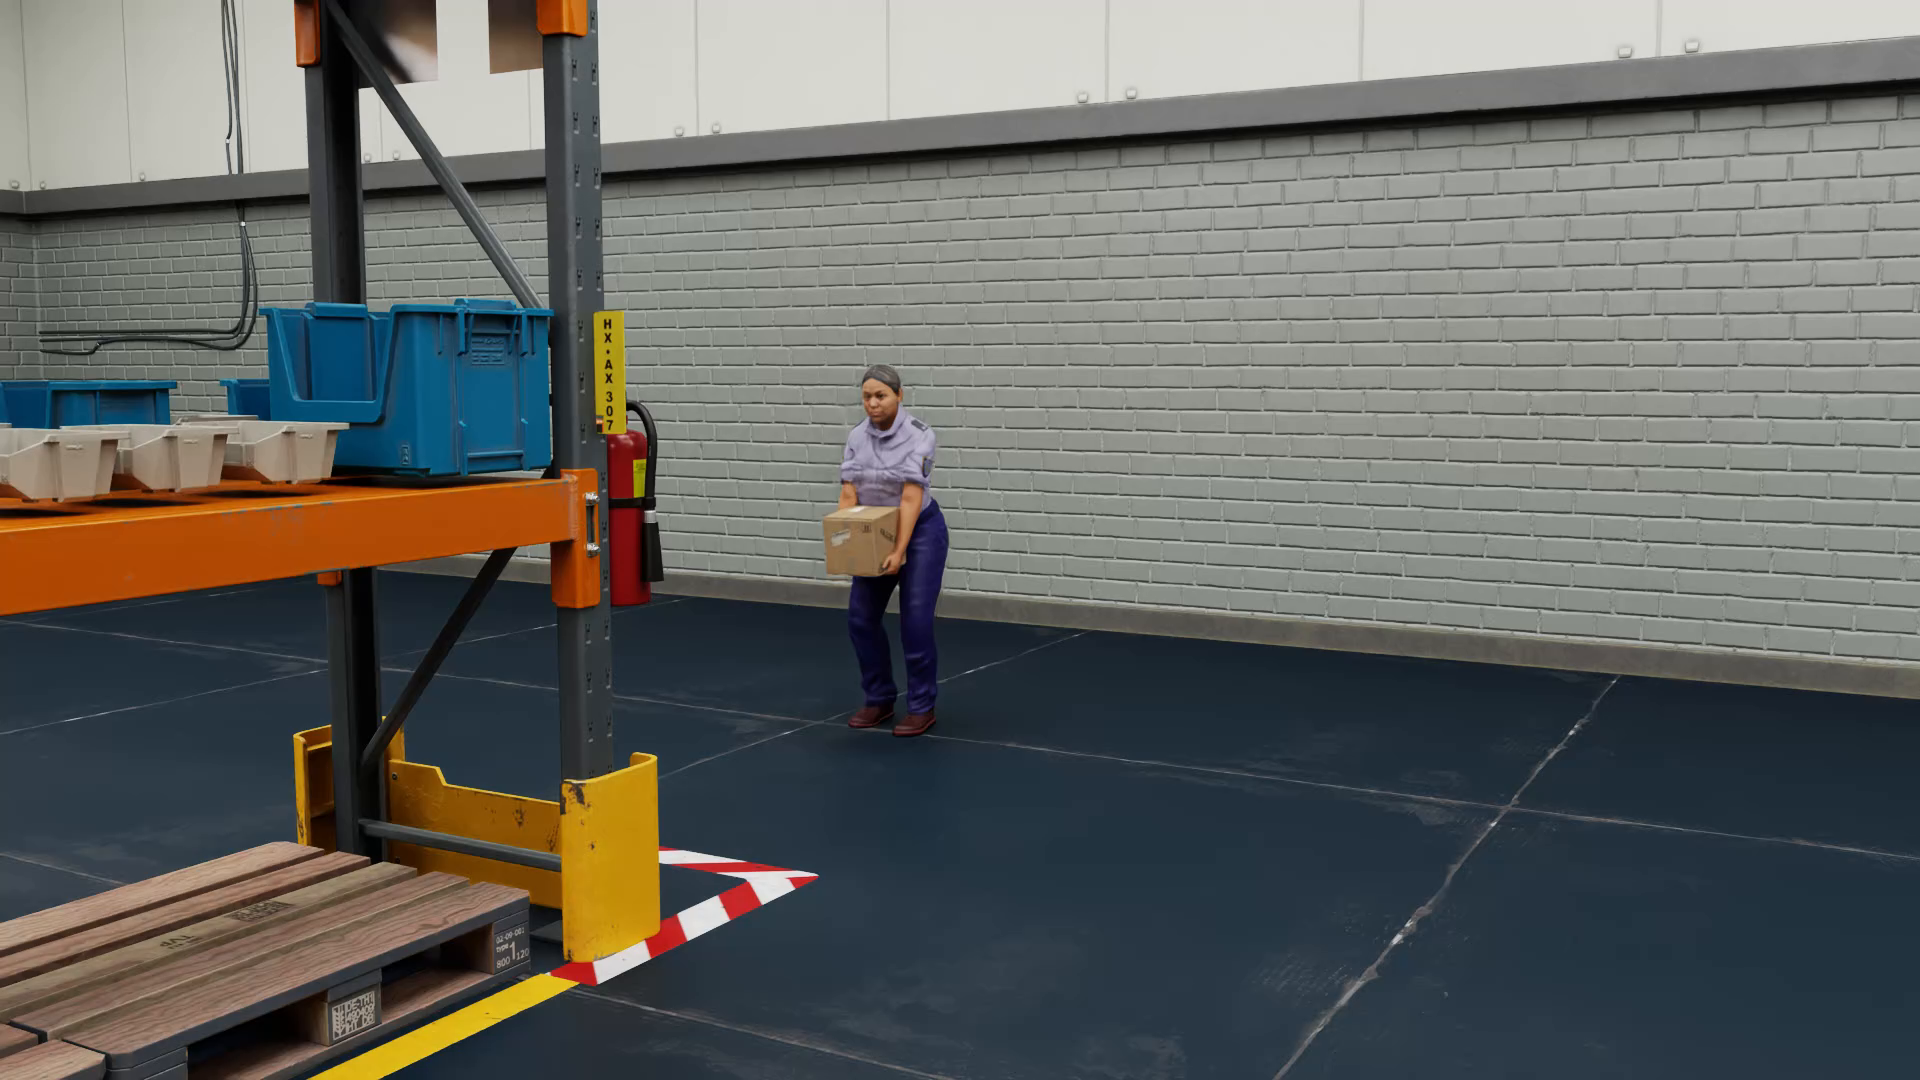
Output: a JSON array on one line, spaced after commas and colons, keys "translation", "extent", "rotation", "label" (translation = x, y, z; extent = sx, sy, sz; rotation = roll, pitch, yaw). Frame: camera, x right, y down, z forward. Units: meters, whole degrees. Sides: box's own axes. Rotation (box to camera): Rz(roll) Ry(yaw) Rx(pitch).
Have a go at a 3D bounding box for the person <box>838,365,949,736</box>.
[{"translation": [-0.304, 0.041, 7.285], "extent": [0.441, 1.609, 0.571], "rotation": [3, 7, 28], "label": "person"}]
